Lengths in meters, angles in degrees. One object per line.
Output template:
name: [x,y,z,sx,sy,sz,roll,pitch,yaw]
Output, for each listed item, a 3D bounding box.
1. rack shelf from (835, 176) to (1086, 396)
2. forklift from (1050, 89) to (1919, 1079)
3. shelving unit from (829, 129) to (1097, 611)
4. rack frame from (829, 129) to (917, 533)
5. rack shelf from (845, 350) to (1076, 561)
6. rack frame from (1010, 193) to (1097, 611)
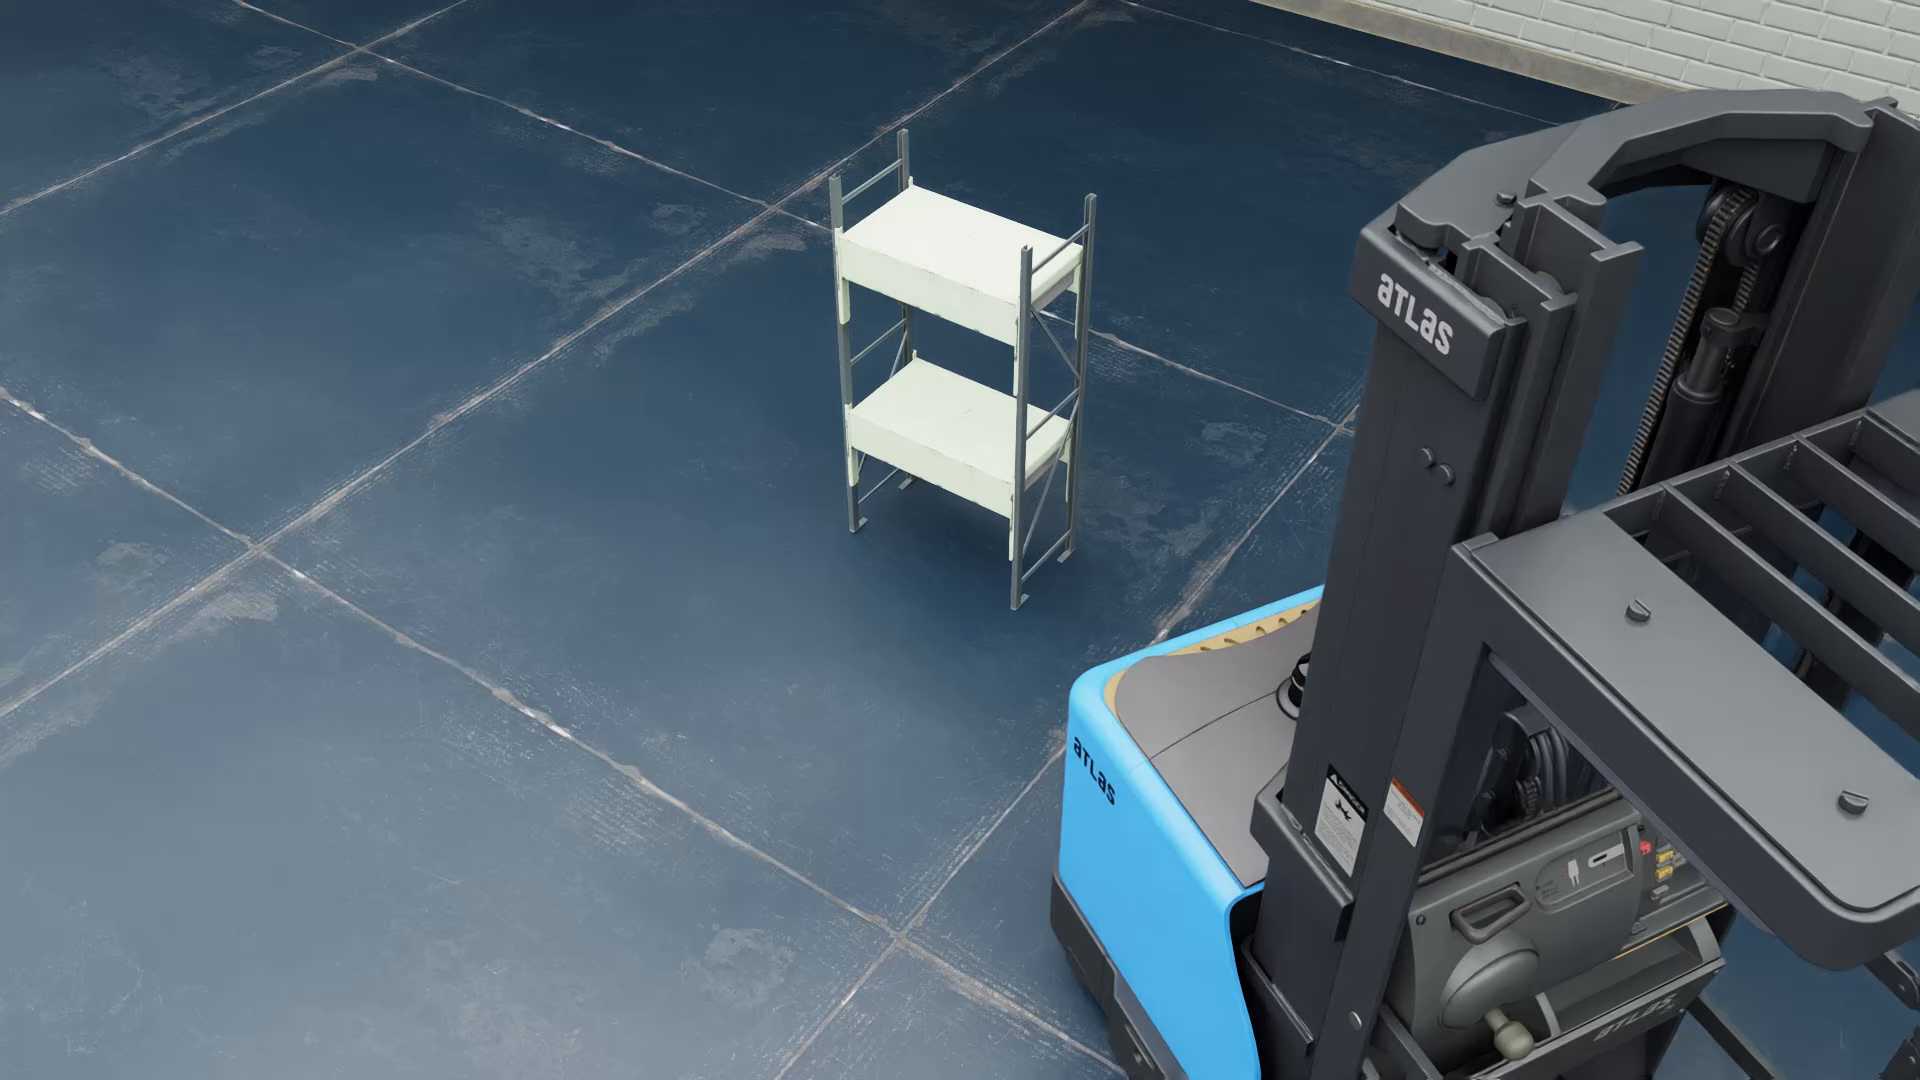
rack shelf: [0.005,-0.847,5.487,0.720,0.370,0.431,25,48,25]
forklift: [1.361,0.800,3.158,1.130,2.935,3.031,-18,45,-19]
shelving unit: [0.005,-0.556,5.747,0.755,1.500,0.431,25,48,25]
rack frame: [-0.294,-0.697,5.904,0.023,1.500,0.400,25,48,25]
rack shelf: [0.005,-0.313,5.964,0.720,0.370,0.431,25,48,25]
rack frame: [0.305,-0.416,5.590,0.023,1.500,0.400,25,48,25]
